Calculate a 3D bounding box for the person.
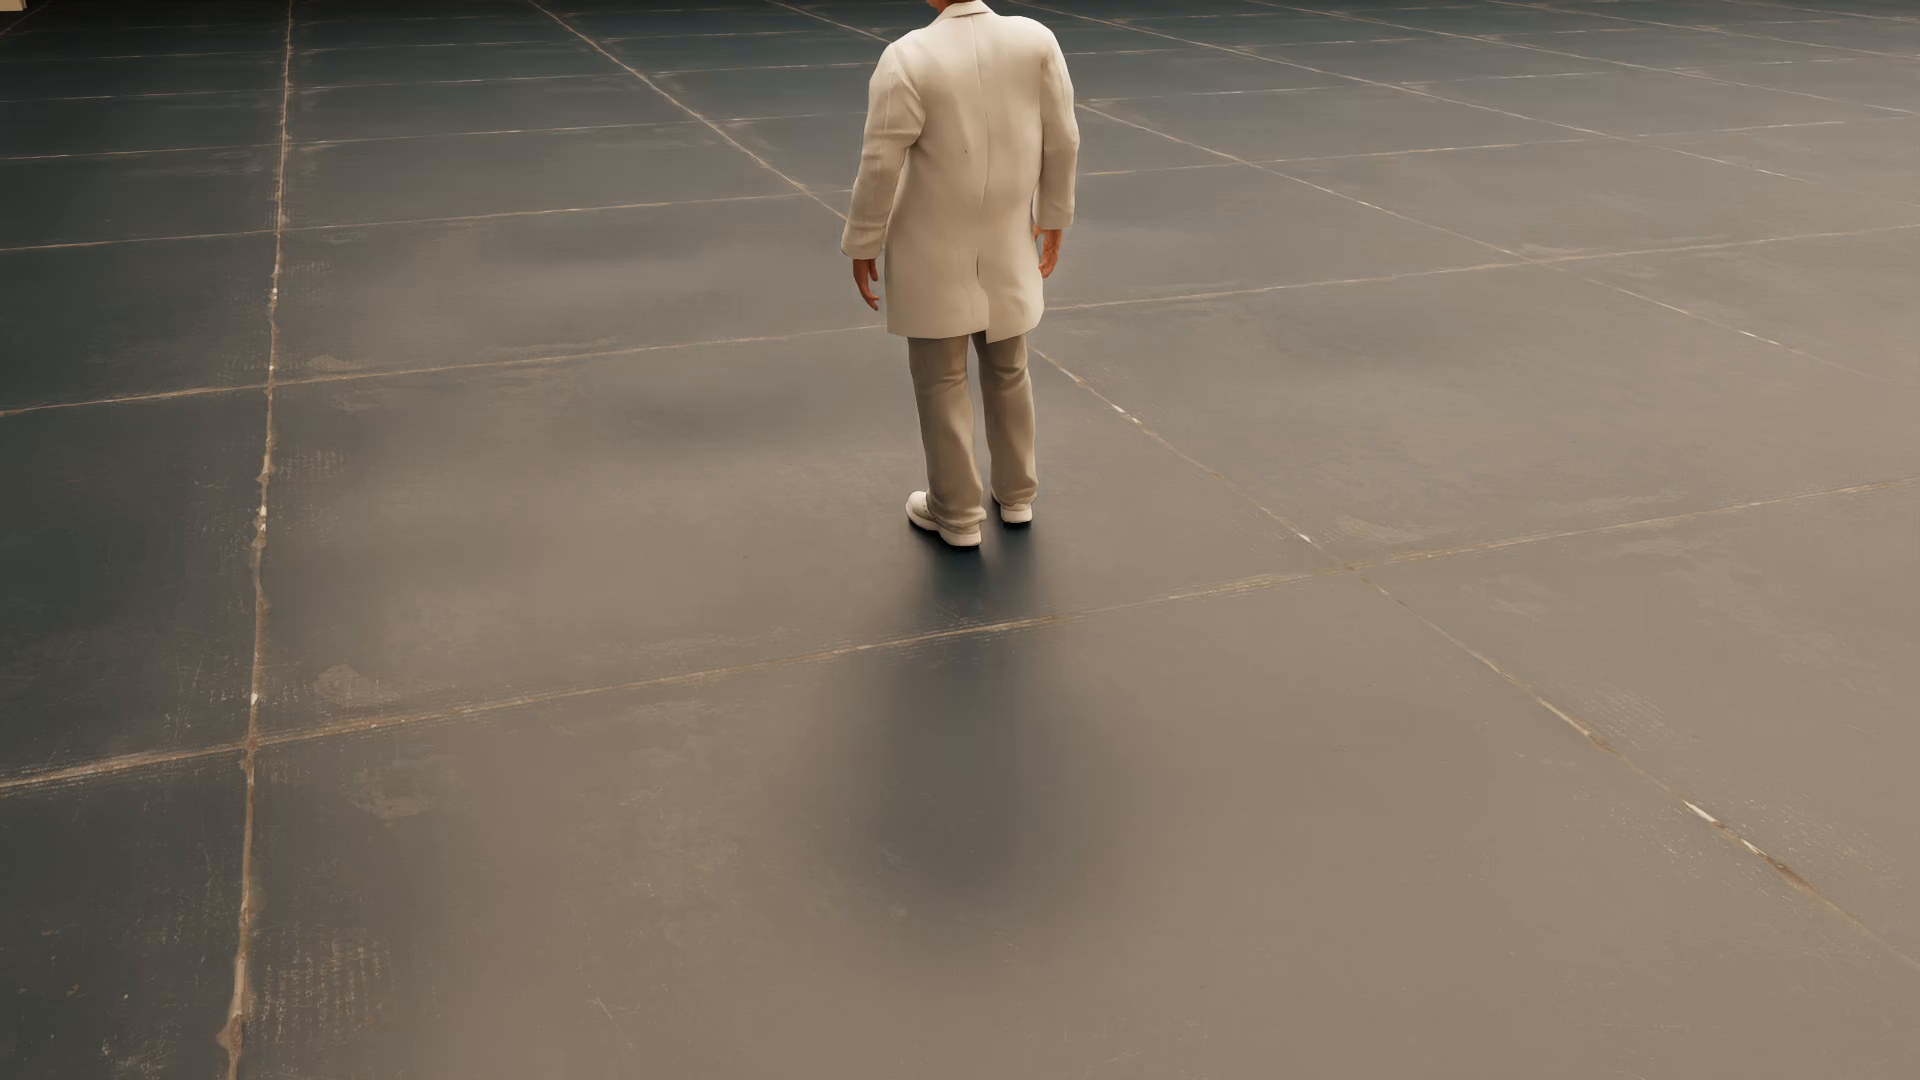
[{"bbox_3d":[-0.027,-0.860,4.812,0.696,1.776,0.581,-8,24,-18],"label":"person"}]
